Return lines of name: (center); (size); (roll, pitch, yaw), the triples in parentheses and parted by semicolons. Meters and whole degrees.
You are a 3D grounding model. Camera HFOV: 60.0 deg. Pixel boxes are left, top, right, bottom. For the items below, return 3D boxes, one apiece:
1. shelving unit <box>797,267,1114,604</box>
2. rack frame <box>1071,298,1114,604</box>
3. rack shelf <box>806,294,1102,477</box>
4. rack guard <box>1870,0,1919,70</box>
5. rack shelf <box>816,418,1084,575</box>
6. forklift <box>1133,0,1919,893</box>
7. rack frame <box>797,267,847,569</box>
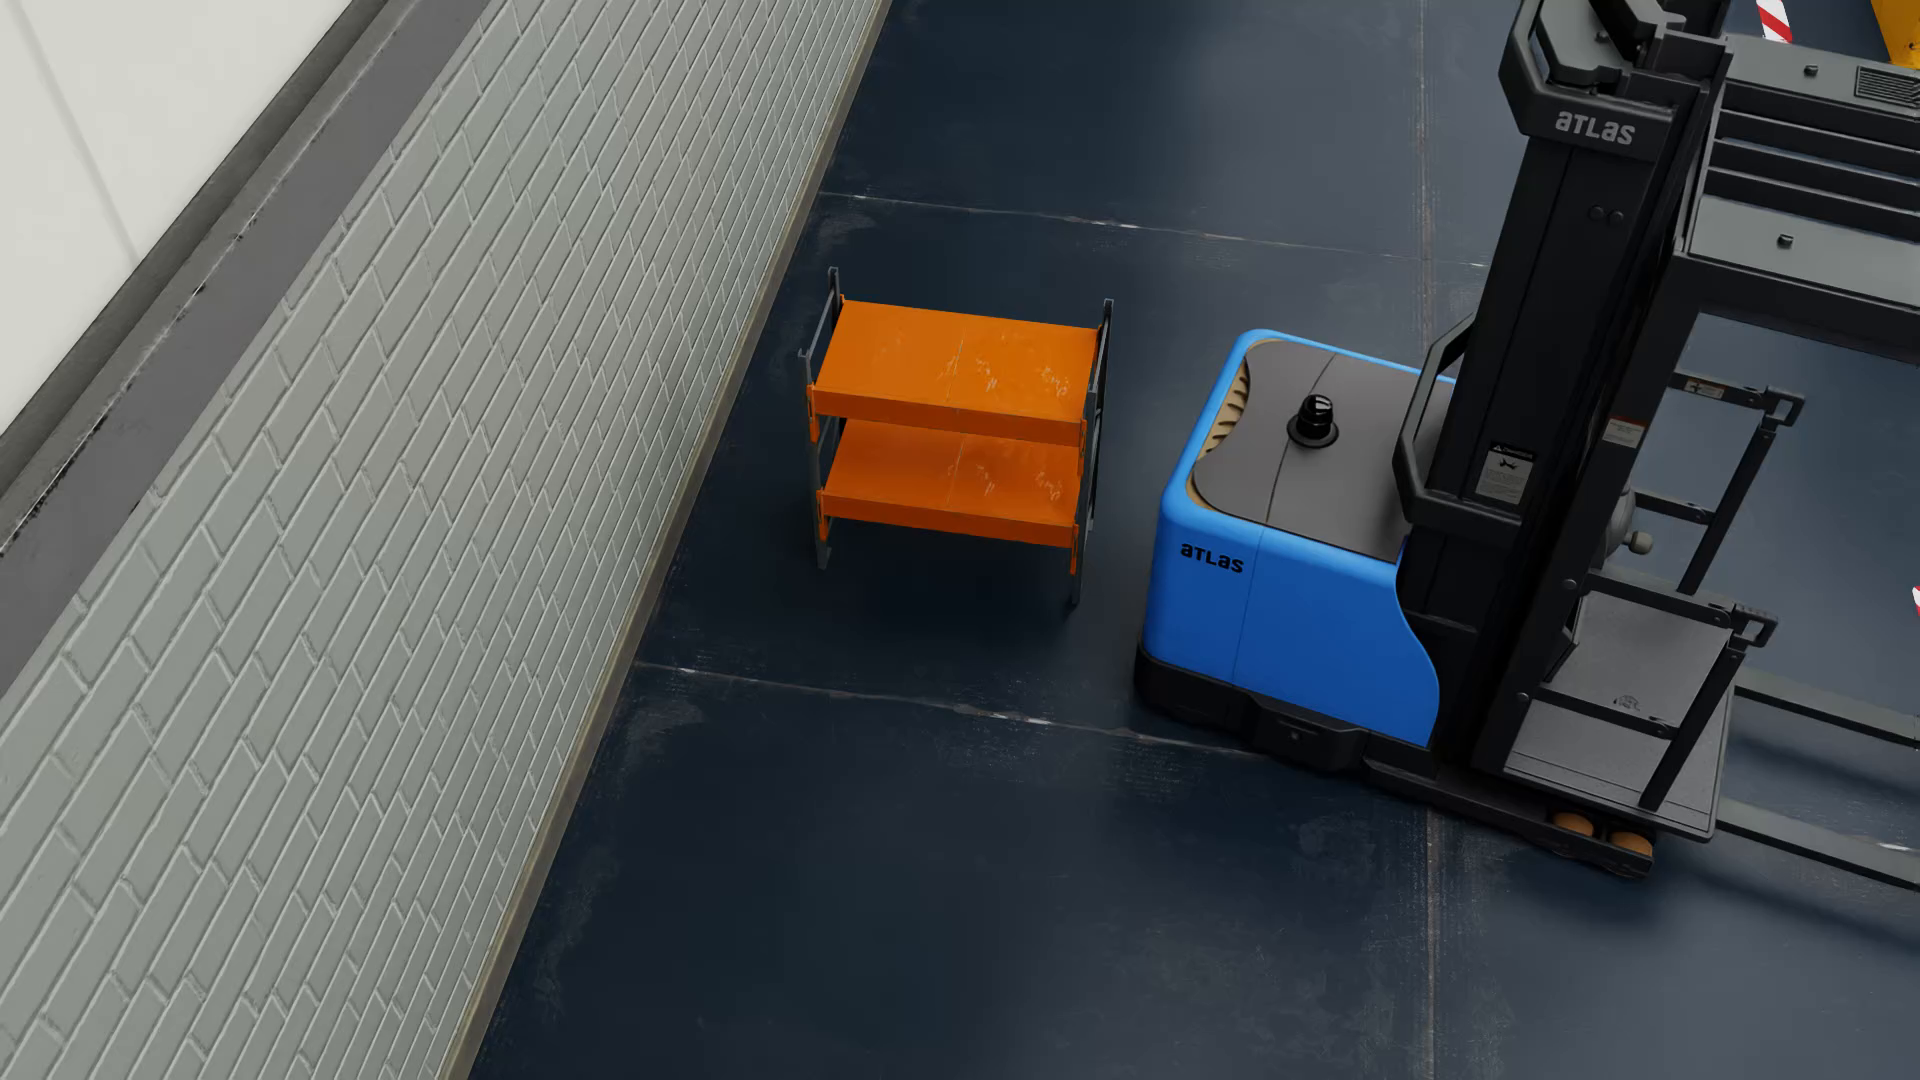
shelving unit: (-0.007, -0.377, 6.304); (1.048, 1.125, 0.538); (8, 49, 7)
rack frame: (0.494, -0.310, 6.244); (0.032, 1.125, 0.500); (8, 49, 7)
rack shelf: (-0.007, -0.572, 6.087); (1.000, 0.278, 0.538); (8, 49, 7)
rack guard: (5.297, -3.012, 9.092); (0.348, 0.500, 1.175); (8, 49, 7)
rack shelf: (-0.007, -0.213, 6.486); (1.000, 0.278, 0.538); (8, 49, 7)
forklift: (2.206, -0.282, 5.005); (3.031, 2.935, 1.130); (18, 50, 15)
rack frame: (-0.507, -0.444, 6.365); (0.032, 1.125, 0.500); (8, 49, 7)
